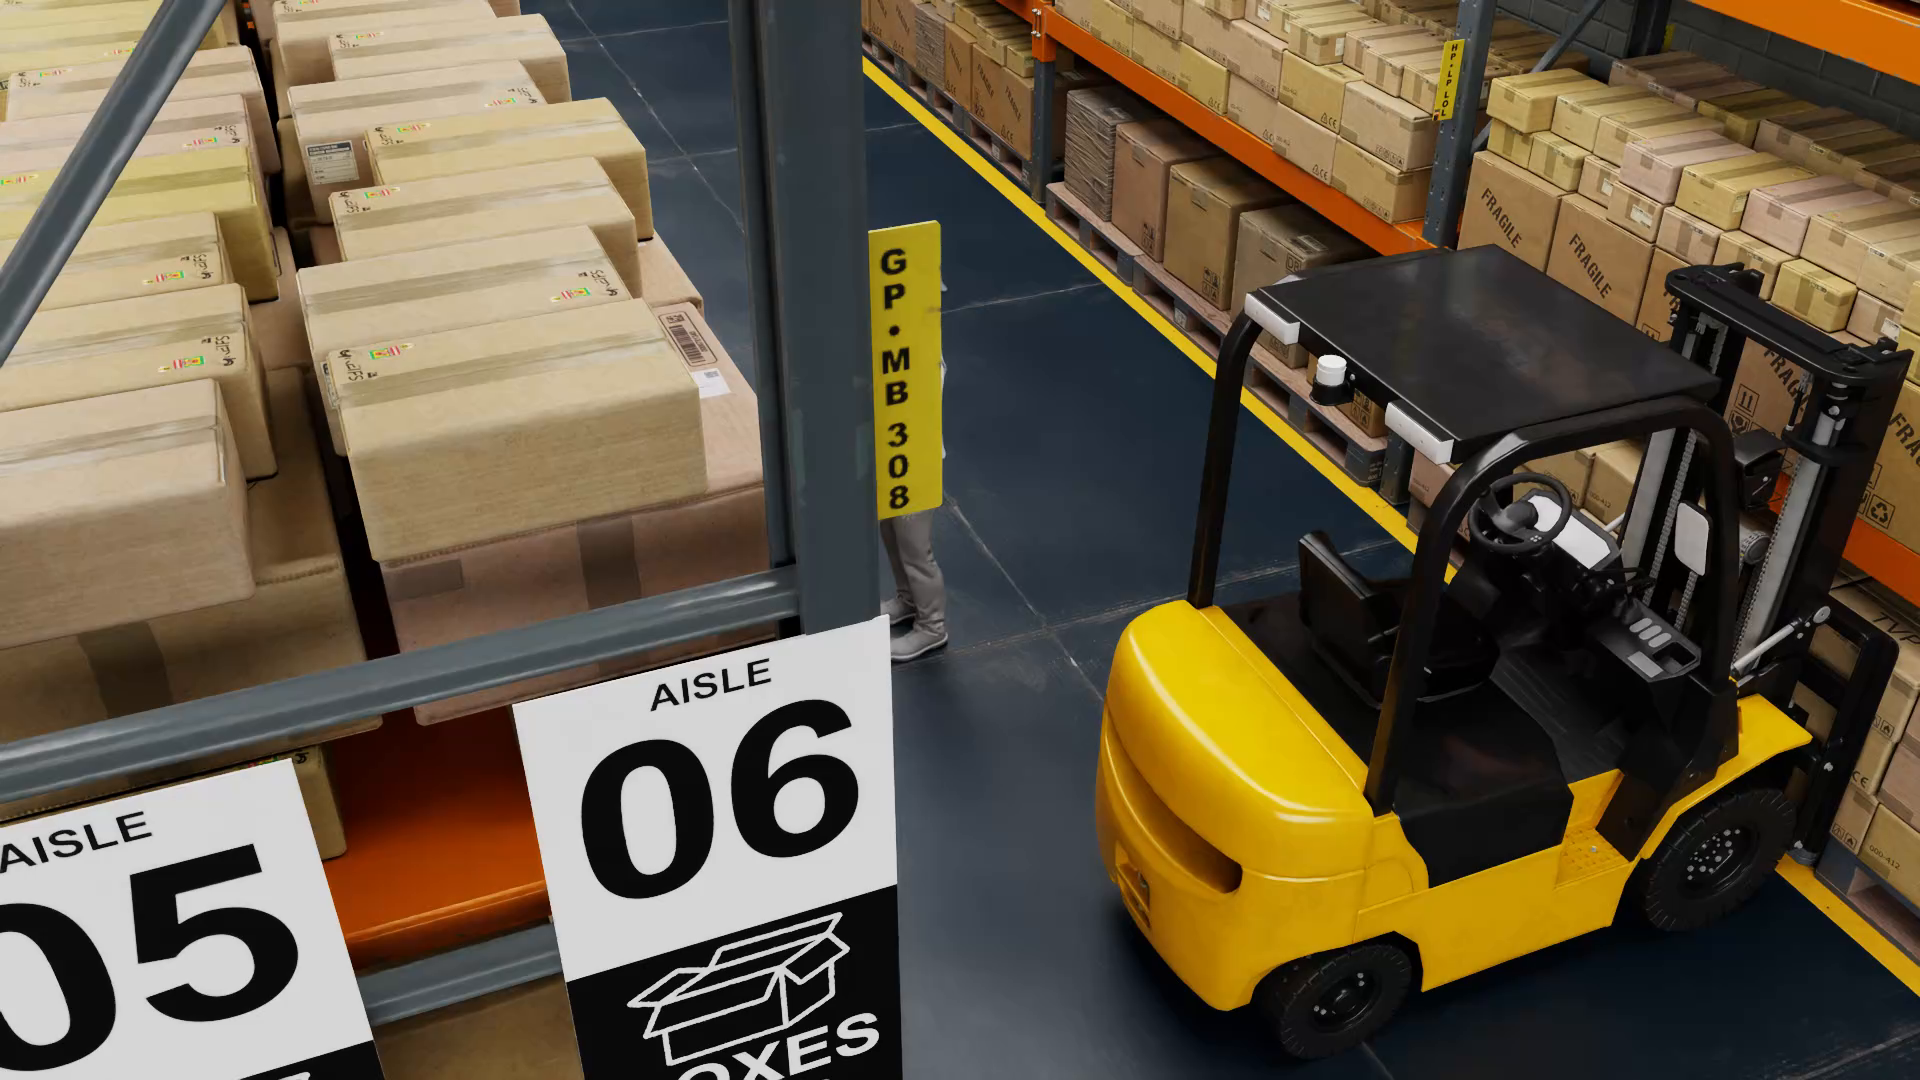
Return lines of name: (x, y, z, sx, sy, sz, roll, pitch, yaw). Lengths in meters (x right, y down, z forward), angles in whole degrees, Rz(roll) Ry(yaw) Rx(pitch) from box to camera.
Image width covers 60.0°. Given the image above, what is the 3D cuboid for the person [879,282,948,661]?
person: (-0.224, -0.297, 6.571, 0.346, 1.686, 0.465, -12, 36, -18)
